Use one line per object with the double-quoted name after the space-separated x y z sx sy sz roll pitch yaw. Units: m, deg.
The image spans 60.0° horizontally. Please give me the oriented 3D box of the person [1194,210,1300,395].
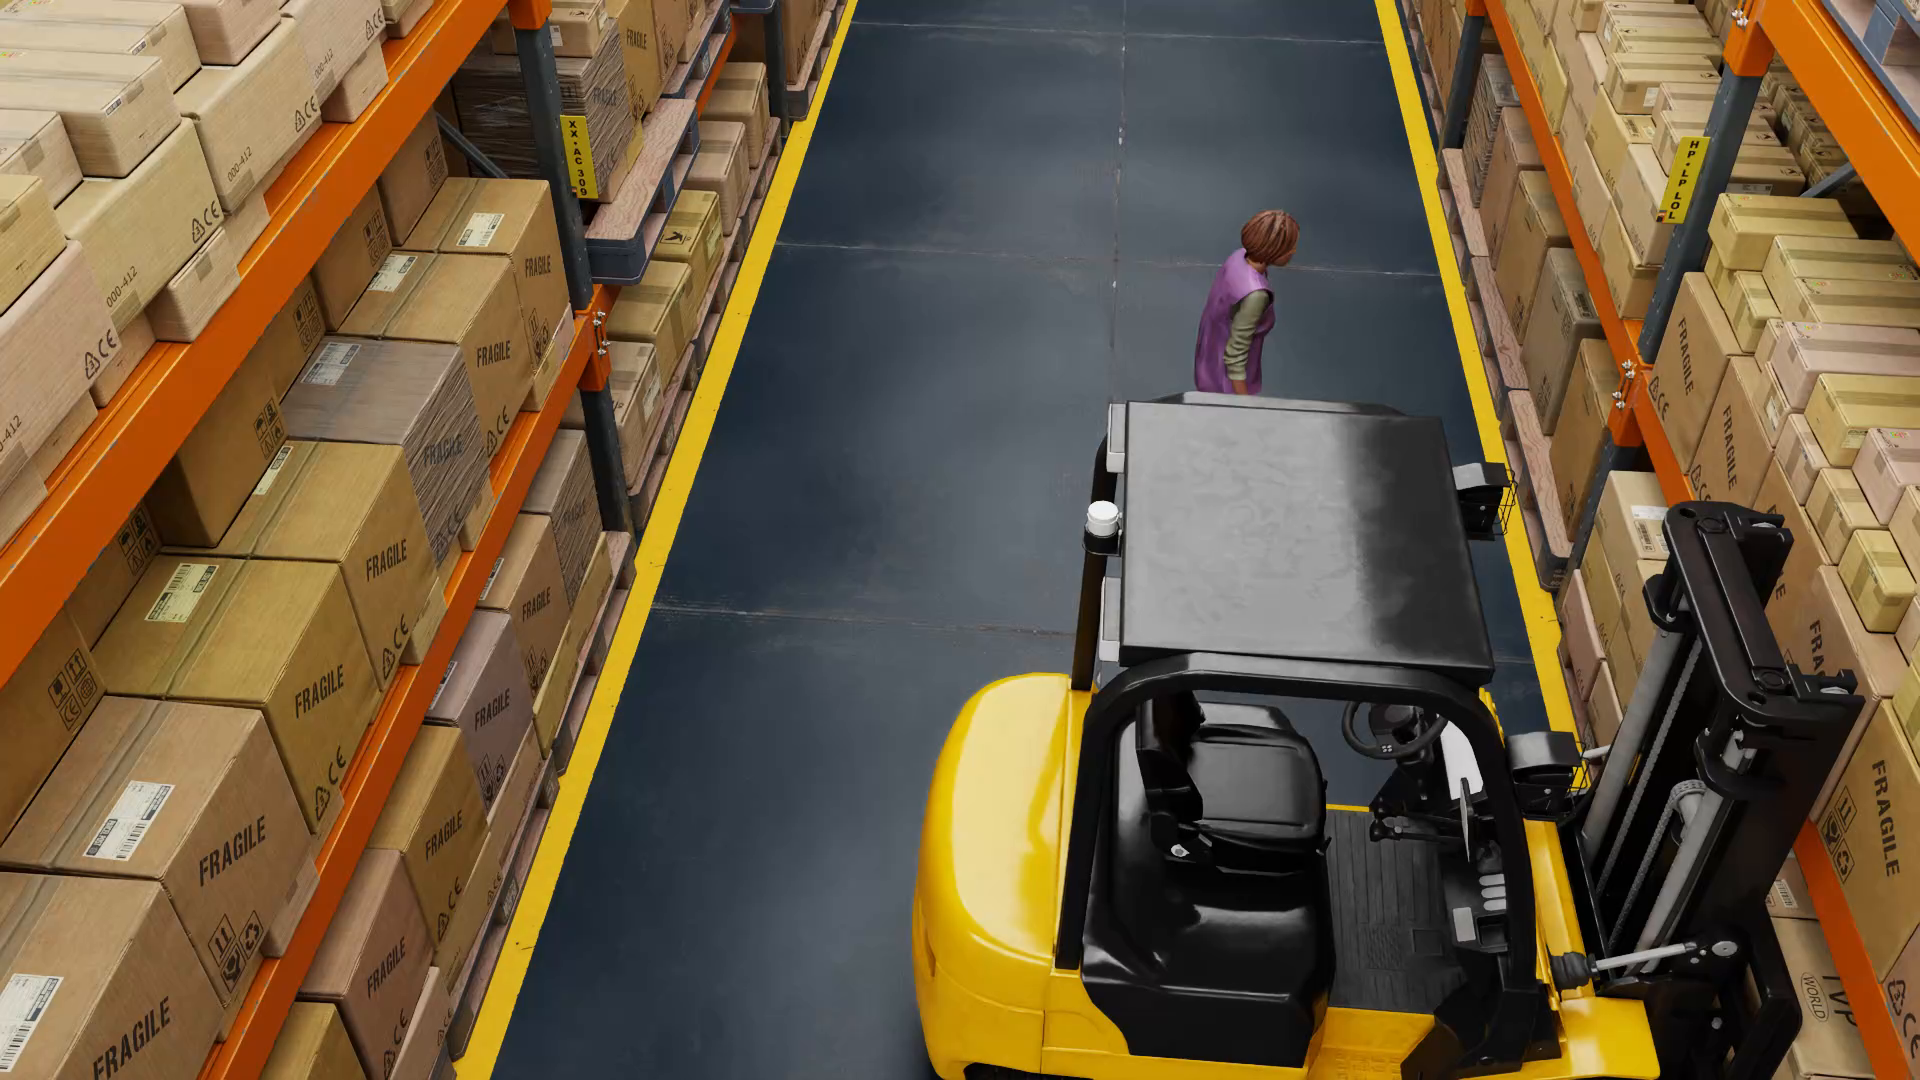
1.149 -0.655 6.930 0.349 1.592 0.467 3 41 3 "person"
